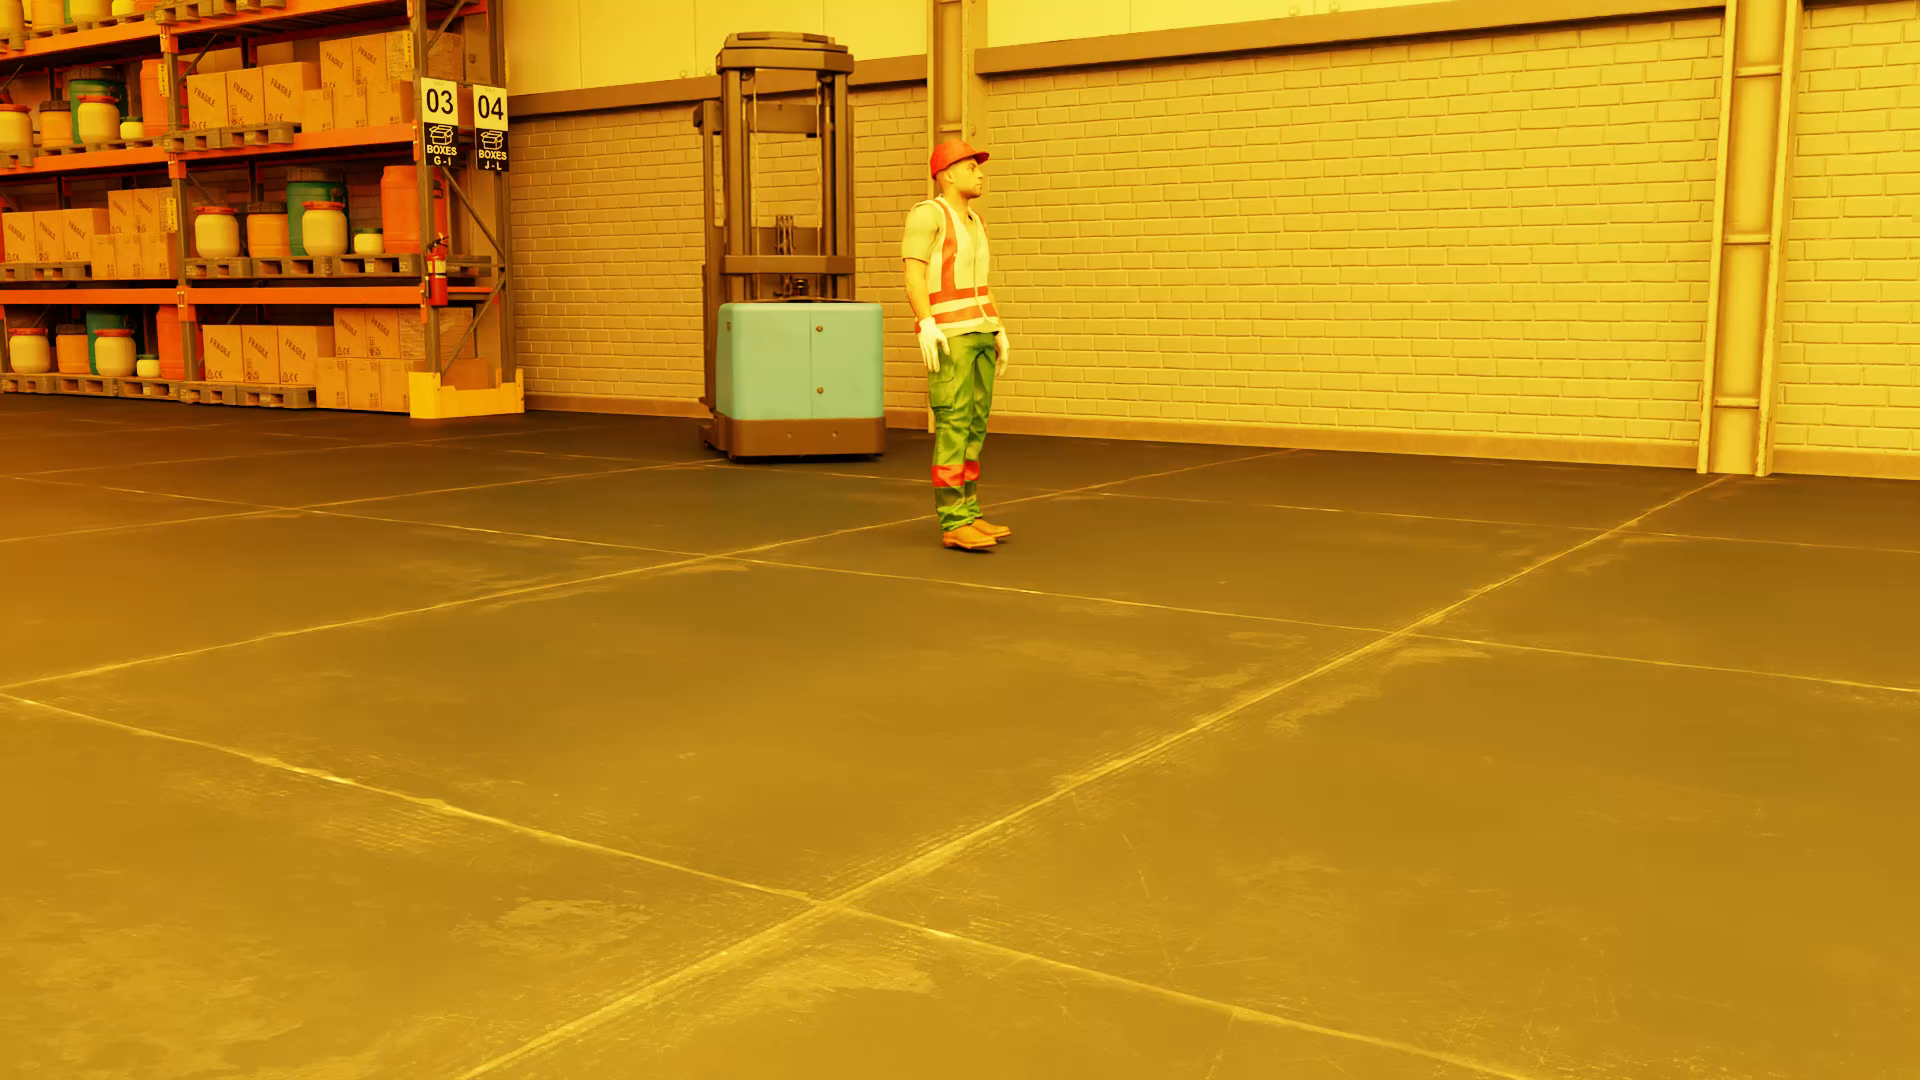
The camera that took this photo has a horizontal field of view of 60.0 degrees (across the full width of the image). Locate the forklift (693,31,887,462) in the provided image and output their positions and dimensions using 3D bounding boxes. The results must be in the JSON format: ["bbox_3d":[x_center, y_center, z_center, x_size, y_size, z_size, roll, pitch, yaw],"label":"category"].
[{"bbox_3d":[-1.371,-2.154,12.342,1.130,2.935,3.031,-2,8,-15],"label":"forklift"}]

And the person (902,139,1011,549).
[{"bbox_3d":[0.060,-0.885,7.422,0.562,1.790,0.637,5,10,34],"label":"person"}]
